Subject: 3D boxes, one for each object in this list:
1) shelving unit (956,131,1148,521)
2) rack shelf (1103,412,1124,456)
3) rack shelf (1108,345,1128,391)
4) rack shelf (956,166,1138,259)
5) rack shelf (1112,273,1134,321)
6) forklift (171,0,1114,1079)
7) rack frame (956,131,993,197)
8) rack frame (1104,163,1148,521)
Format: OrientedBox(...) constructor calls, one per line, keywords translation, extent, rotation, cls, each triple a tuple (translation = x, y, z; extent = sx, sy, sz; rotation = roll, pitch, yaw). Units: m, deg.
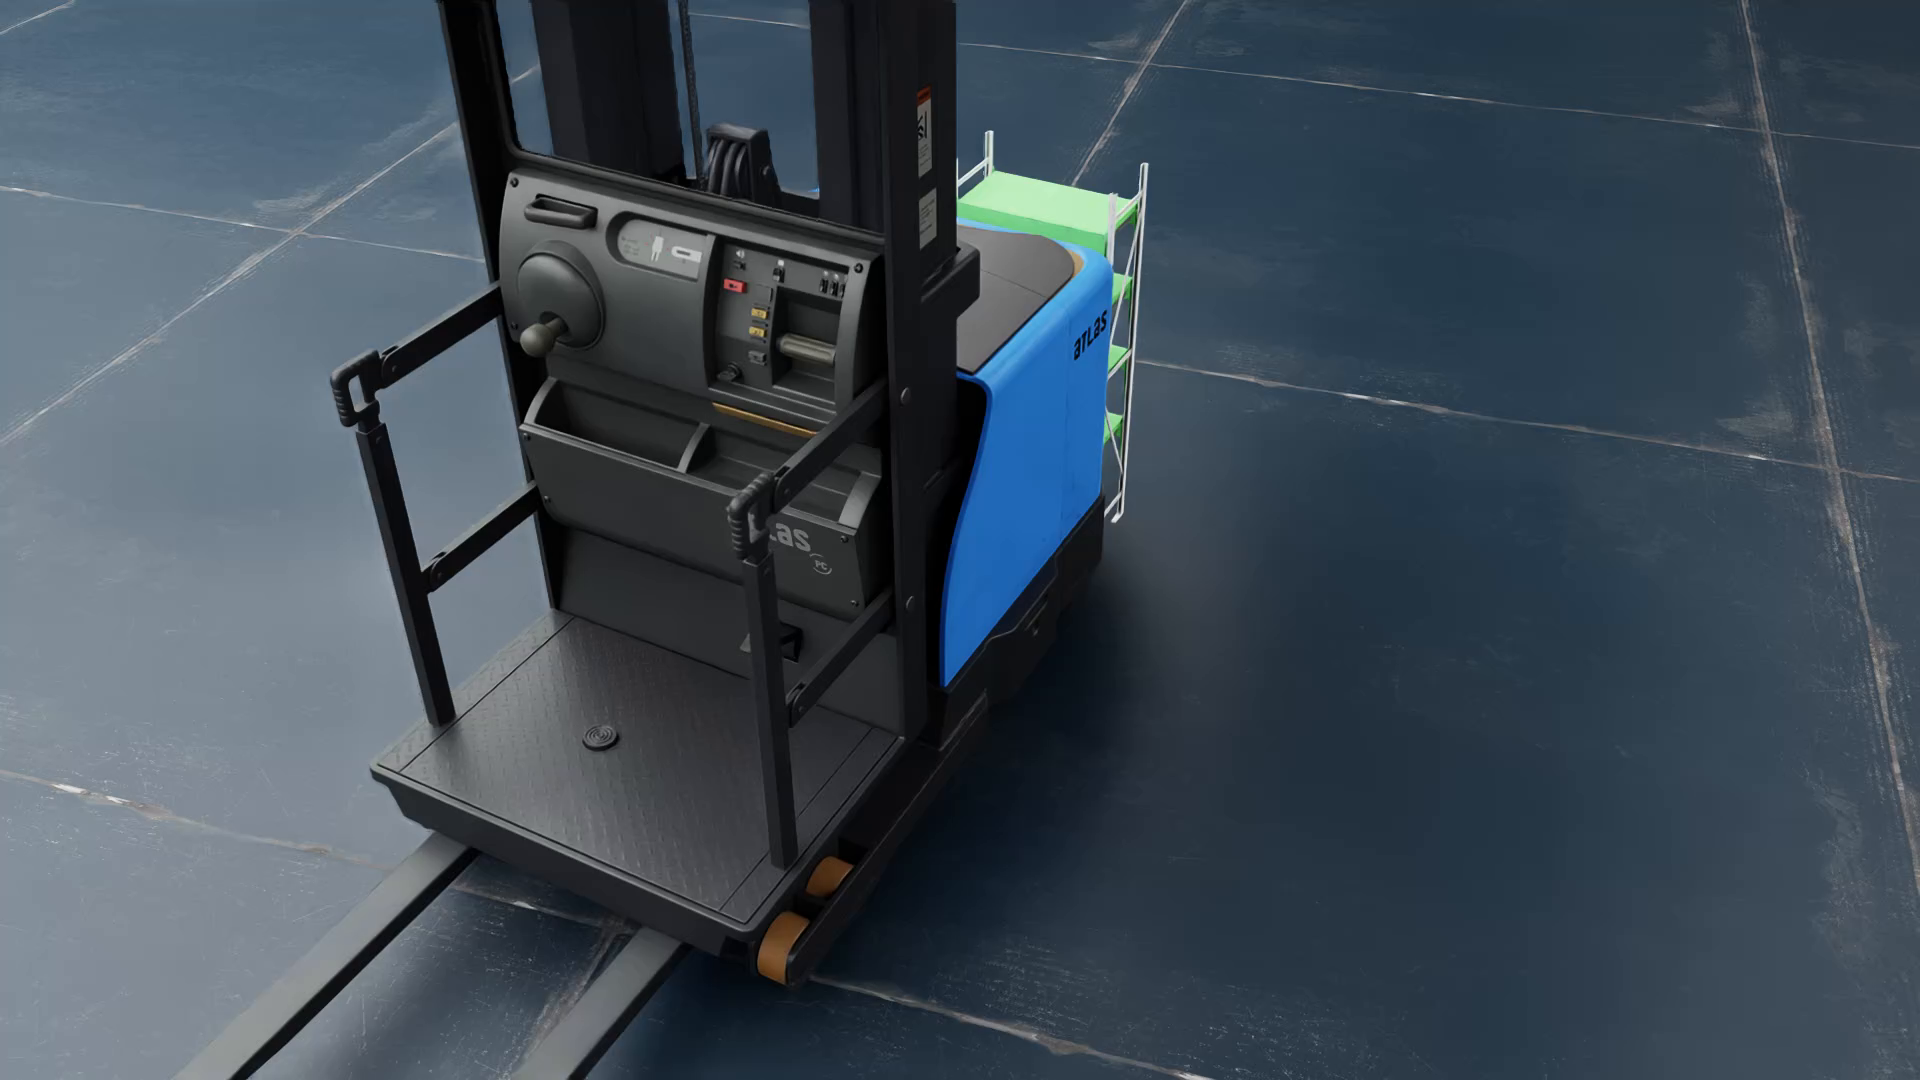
OrientedBox(translation=(0.250, -0.578, 5.023), extent=(0.503, 1.200, 0.258), rotation=(17, 40, 22), cls="shelving unit")
OrientedBox(translation=(0.250, -0.333, 5.203), extent=(0.480, 0.148, 0.258), rotation=(17, 40, 22), cls="rack shelf")
OrientedBox(translation=(0.250, -0.527, 5.061), extent=(0.480, 0.148, 0.258), rotation=(17, 40, 22), cls="rack shelf")
OrientedBox(translation=(0.250, -0.913, 4.777), extent=(0.480, 0.148, 0.258), rotation=(17, 40, 22), cls="rack shelf")
OrientedBox(translation=(0.250, -0.720, 4.919), extent=(0.480, 0.148, 0.258), rotation=(17, 40, 22), cls="rack shelf")
OrientedBox(translation=(-0.702, -0.458, 3.400), extent=(1.130, 2.935, 3.031), rotation=(17, 40, 22), cls="forklift")
OrientedBox(translation=(0.034, -0.646, 5.115), extent=(0.015, 1.200, 0.240), rotation=(17, 40, 22), cls="rack frame")
OrientedBox(translation=(0.466, -0.511, 4.931), extent=(0.015, 1.200, 0.240), rotation=(17, 40, 22), cls="rack frame")
